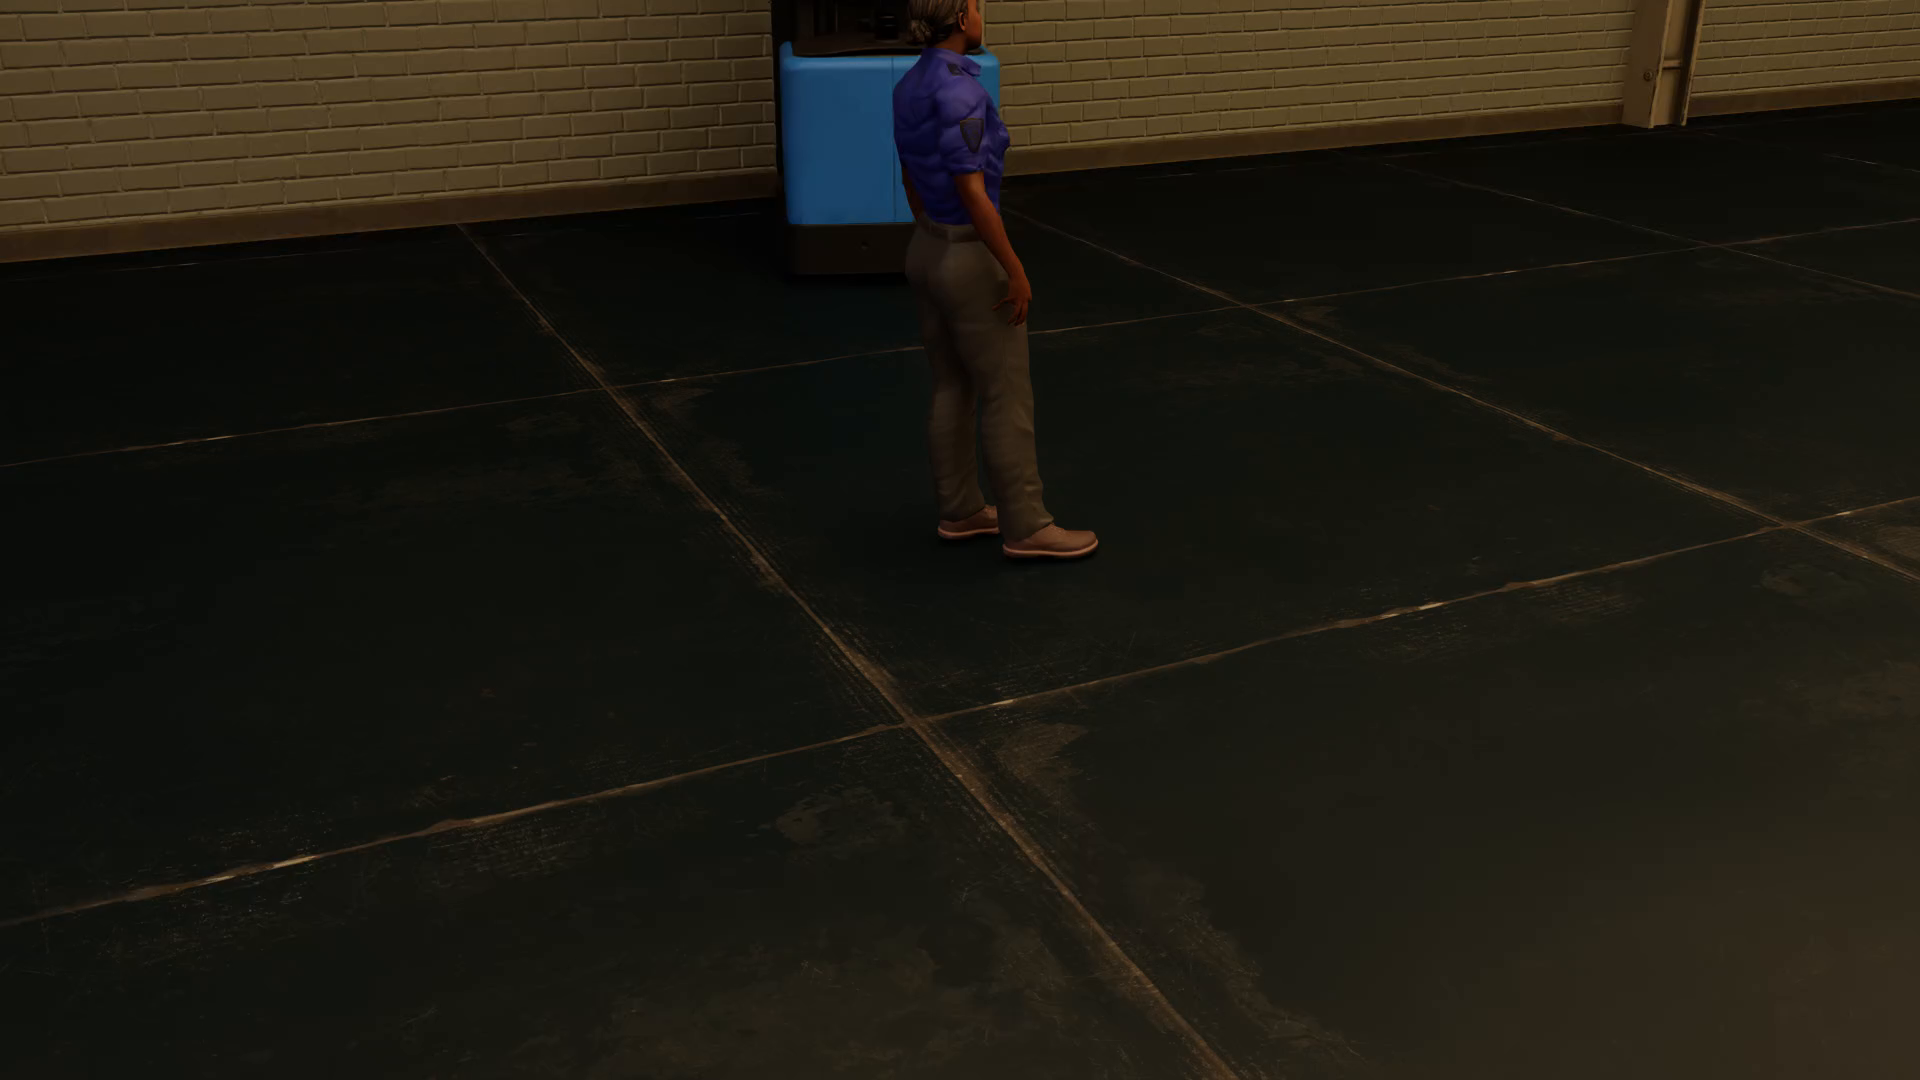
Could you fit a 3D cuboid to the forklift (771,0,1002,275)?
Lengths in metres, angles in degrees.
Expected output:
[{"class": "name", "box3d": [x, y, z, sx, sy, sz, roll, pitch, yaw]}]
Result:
[{"class": "forklift", "box3d": [-0.480, -3.151, 8.872, 1.130, 2.935, 3.031, -3, 23, -6]}]

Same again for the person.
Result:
[{"class": "person", "box3d": [0.088, -0.778, 4.804, 0.503, 1.656, 0.569, -10, 25, -23]}]
